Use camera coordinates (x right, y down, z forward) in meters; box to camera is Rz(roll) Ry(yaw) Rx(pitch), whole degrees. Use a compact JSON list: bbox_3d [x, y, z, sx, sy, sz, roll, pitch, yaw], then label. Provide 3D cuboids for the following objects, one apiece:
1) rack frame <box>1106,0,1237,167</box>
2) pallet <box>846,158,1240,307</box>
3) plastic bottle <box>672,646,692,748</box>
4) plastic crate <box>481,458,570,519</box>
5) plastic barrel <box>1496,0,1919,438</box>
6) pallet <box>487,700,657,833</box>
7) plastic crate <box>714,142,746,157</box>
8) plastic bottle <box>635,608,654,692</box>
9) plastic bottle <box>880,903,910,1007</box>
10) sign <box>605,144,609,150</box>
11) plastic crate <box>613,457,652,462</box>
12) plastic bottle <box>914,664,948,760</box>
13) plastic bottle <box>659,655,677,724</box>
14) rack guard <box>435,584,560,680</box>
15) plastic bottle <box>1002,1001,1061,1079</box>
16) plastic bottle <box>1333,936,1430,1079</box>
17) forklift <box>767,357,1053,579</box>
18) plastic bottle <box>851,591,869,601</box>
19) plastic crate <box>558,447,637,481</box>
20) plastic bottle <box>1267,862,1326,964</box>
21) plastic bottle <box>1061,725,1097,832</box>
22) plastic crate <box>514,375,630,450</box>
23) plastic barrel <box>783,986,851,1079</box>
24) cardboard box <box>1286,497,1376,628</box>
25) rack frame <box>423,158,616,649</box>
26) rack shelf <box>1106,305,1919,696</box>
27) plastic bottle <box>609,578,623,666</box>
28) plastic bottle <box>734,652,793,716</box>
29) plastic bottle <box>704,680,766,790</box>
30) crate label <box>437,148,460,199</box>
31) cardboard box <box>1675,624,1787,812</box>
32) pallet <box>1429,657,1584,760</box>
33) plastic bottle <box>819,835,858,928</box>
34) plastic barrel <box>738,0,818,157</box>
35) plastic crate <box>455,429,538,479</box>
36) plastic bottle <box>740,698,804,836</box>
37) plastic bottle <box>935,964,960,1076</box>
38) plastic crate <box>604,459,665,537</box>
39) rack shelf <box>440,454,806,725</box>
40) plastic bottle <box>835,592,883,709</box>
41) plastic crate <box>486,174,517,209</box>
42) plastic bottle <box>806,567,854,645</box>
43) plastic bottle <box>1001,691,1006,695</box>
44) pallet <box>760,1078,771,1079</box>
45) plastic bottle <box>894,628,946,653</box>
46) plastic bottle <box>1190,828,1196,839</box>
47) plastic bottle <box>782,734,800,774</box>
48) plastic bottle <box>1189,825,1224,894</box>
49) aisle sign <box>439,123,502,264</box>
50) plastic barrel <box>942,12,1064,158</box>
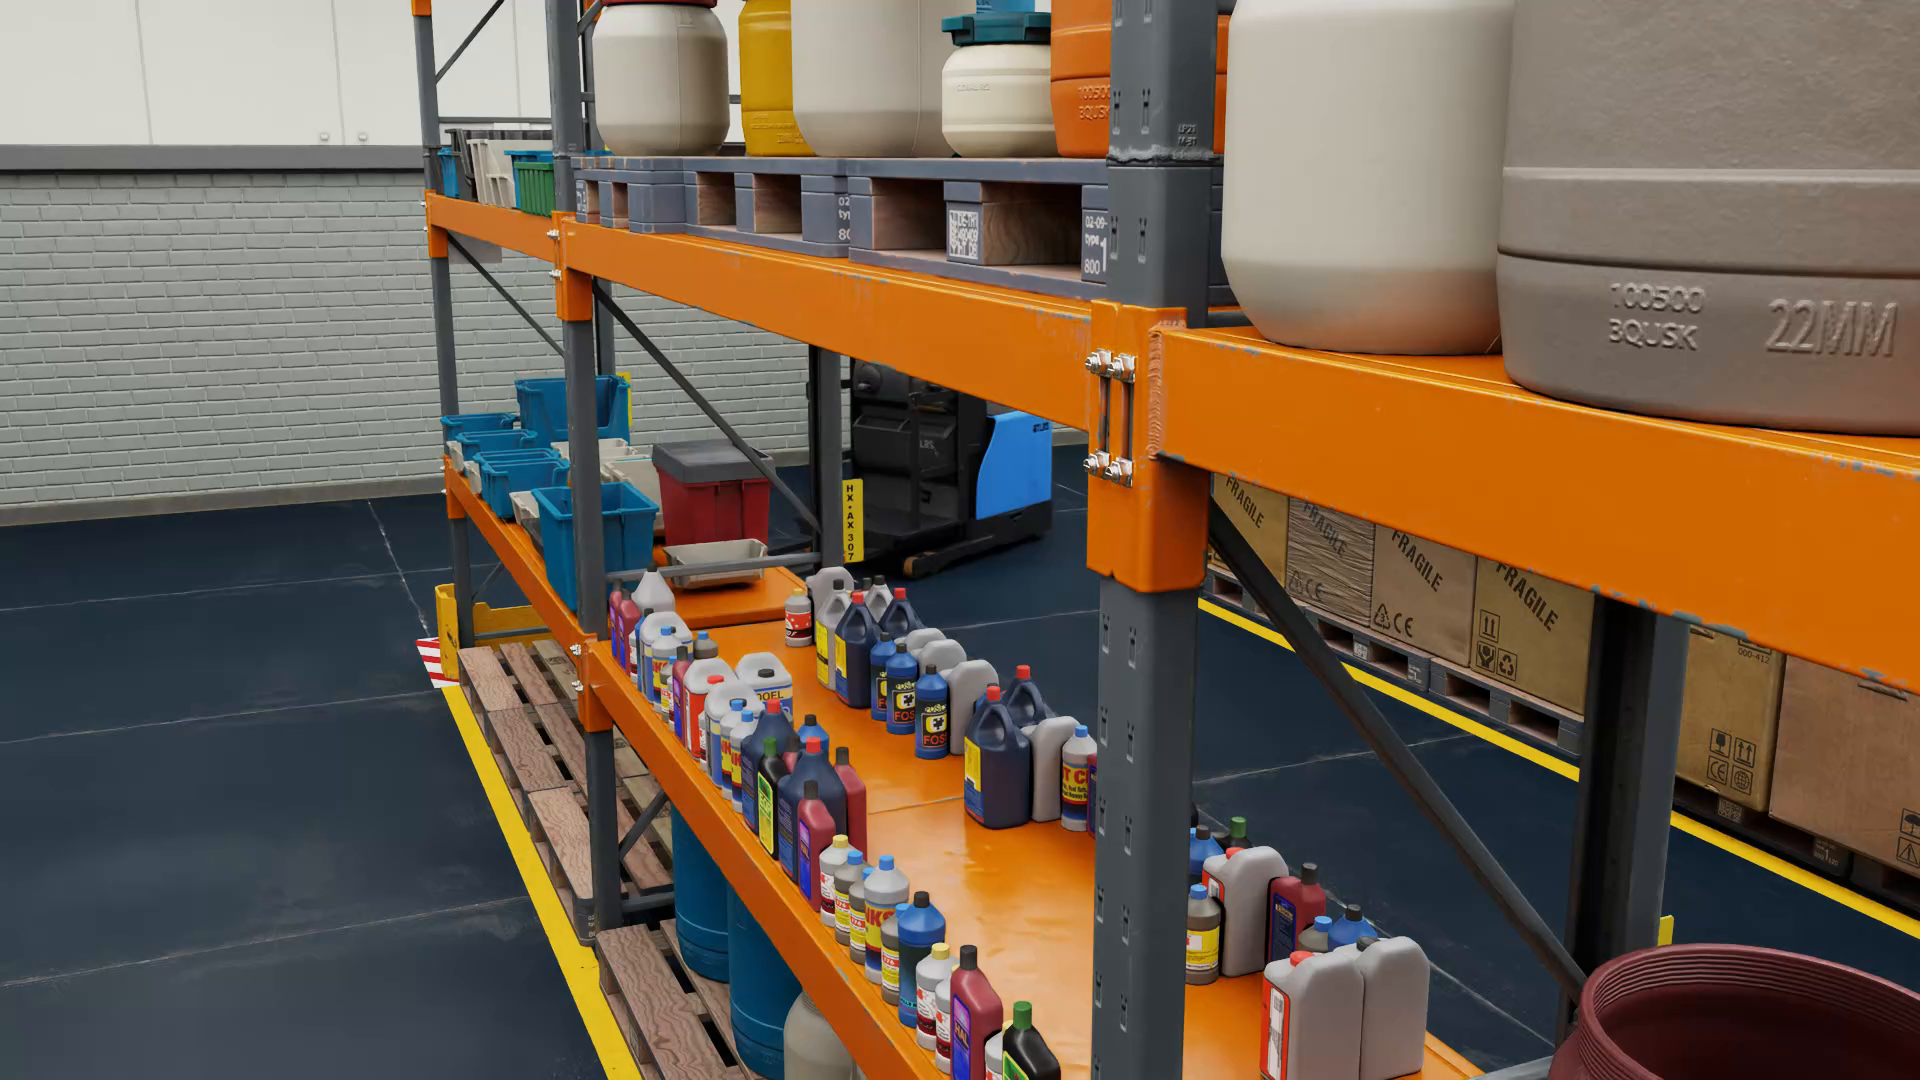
[{"bbox_3d":[0.676,-1.985,1.989,1.000,3.000,0.127,-6,14,-23],"label":"rack frame"},{"bbox_3d":[0.459,-0.598,3.070,1.003,0.211,1.213,-6,14,-23],"label":"pallet"},{"bbox_3d":[-0.815,0.466,4.963,0.061,0.283,0.133,-6,14,-23],"label":"plastic bottle"},{"bbox_3d":[-2.084,-0.248,8.027,0.416,0.233,0.300,-6,14,-23],"label":"plastic crate"},{"bbox_3d":[0.806,-0.579,1.453,0.600,0.901,0.600,0,13,0],"label":"plastic barrel"},{"bbox_3d":[-1.749,1.069,8.283,1.003,0.211,1.213,-6,14,-23],"label":"pallet"},{"bbox_3d":[-1.173,-1.568,7.129,0.497,0.269,0.590,-6,14,-23],"label":"plastic crate"},{"bbox_3d":[-1.015,0.358,5.455,0.097,0.271,0.097,0,13,0],"label":"plastic bottle"},{"bbox_3d":[-0.116,0.856,3.459,0.097,0.201,0.097,0,13,0],"label":"plastic bottle"},{"bbox_3d":[-2.031,-2.178,9.710,0.100,0.325,0.005,-6,14,-23],"label":"sign"},{"bbox_3d":[-1.471,-0.262,8.086,0.416,0.233,0.300,-6,14,-23],"label":"plastic crate"},{"bbox_3d":[-0.084,0.497,4.856,0.097,0.271,0.097,0,13,0],"label":"plastic bottle"},{"bbox_3d":[-0.883,0.460,5.169,0.097,0.201,0.097,0,13,0],"label":"plastic bottle"},{"bbox_3d":[-2.550,0.499,10.105,1.175,0.500,0.348,-6,14,-23],"label":"rack guard"},{"bbox_3d":[0.123,0.950,2.873,0.061,0.283,0.133,-6,14,-23],"label":"plastic bottle"},{"bbox_3d":[0.798,0.880,3.192,0.152,0.276,0.135,-6,14,-23],"label":"plastic bottle"},{"bbox_3d":[-0.553,-1.269,12.351,1.130,2.935,3.031,10,16,37],"label":"forklift"},{"bbox_3d":[-0.326,0.300,5.698,0.152,0.276,0.135,-6,14,-23],"label":"plastic bottle"},{"bbox_3d":[-1.934,-0.402,8.908,0.396,0.136,0.243,-6,14,-23],"label":"plastic crate"},{"bbox_3d":[0.709,0.804,3.502,0.061,0.283,0.133,-6,14,-23],"label":"plastic bottle"},{"bbox_3d":[0.314,0.617,4.338,0.097,0.271,0.097,0,13,0],"label":"plastic bottle"},{"bbox_3d":[-2.224,-0.709,9.570,0.616,0.435,0.499,-6,14,-23],"label":"plastic crate"},{"bbox_3d":[-0.296,1.504,4.806,0.421,0.512,0.421,0,13,0],"label":"plastic barrel"},{"bbox_3d":[2.703,-0.019,10.580,0.875,0.875,0.875,-6,14,-23],"label":"cardboard box"},{"bbox_3d":[-2.529,-0.715,9.807,1.000,3.000,0.127,-6,14,-23],"label":"rack frame"},{"bbox_3d":[1.477,0.240,0.623,1.077,0.370,4.000,-6,14,-23],"label":"rack shelf"},{"bbox_3d":[-1.171,0.283,5.755,0.061,0.283,0.133,-6,14,-23],"label":"plastic bottle"},{"bbox_3d":[-0.580,0.479,4.921,0.152,0.276,0.135,-6,14,-23],"label":"plastic bottle"},{"bbox_3d":[-0.627,0.541,4.655,0.152,0.276,0.135,-6,14,-23],"label":"plastic bottle"},{"bbox_3d":[-2.455,-1.884,8.536,0.408,0.251,0.502,-6,14,-23],"label":"crate label"},{"bbox_3d":[3.886,0.625,7.798,1.225,0.875,0.875,-6,14,-23],"label":"cardboard box"},{"bbox_3d":[3.379,0.858,9.193,1.003,0.211,1.213,-6,14,-23],"label":"pallet"},{"bbox_3d":[-0.272,0.776,3.807,0.097,0.201,0.097,0,13,0],"label":"plastic bottle"},{"bbox_3d":[-0.375,-1.476,5.094,0.600,0.588,0.600,0,13,0],"label":"plastic barrel"},{"bbox_3d":[-2.468,-0.446,8.882,0.416,0.233,0.300,-6,14,-23],"label":"plastic crate"},{"bbox_3d":[-0.488,0.578,4.328,0.144,0.351,0.185,-6,14,-23],"label":"plastic bottle"},{"bbox_3d":[0.001,0.916,3.199,0.097,0.201,0.097,0,13,0],"label":"plastic bottle"},{"bbox_3d":[-1.370,-0.192,7.678,0.437,0.282,0.530,-6,14,-23],"label":"plastic crate"},{"bbox_3d":[-1.728,0.049,8.103,1.077,0.370,4.000,-6,14,-23],"label":"rack shelf"},{"bbox_3d":[-0.317,0.347,5.328,0.144,0.351,0.185,-6,14,-23],"label":"plastic bottle"},{"bbox_3d":[-1.785,-1.450,6.914,0.293,0.136,0.466,-6,14,-23],"label":"plastic crate"},{"bbox_3d":[-0.473,0.224,6.024,0.152,0.276,0.135,-6,14,-23],"label":"plastic bottle"},{"bbox_3d":[0.157,0.520,4.731,0.061,0.283,0.133,-6,14,-23],"label":"plastic bottle"},{"bbox_3d":[-0.163,1.886,4.755,1.003,0.211,1.213,-6,14,-23],"label":"pallet"},{"bbox_3d":[-0.124,0.404,5.248,0.152,0.276,0.135,-6,14,-23],"label":"plastic bottle"},{"bbox_3d":[0.538,0.766,3.847,0.097,0.201,0.097,0,13,0],"label":"plastic bottle"},{"bbox_3d":[-0.407,0.642,4.201,0.061,0.283,0.133,-6,14,-23],"label":"plastic bottle"},{"bbox_3d":[0.536,0.765,3.696,0.097,0.271,0.097,0,13,0],"label":"plastic bottle"},{"bbox_3d":[-2.830,-1.970,9.462,0.394,0.787,0.004,-6,14,-23],"label":"aisle sign"},{"bbox_3d":[0.112,-0.869,3.195,0.301,0.262,0.301,0,13,0],"label":"plastic barrel"}]
